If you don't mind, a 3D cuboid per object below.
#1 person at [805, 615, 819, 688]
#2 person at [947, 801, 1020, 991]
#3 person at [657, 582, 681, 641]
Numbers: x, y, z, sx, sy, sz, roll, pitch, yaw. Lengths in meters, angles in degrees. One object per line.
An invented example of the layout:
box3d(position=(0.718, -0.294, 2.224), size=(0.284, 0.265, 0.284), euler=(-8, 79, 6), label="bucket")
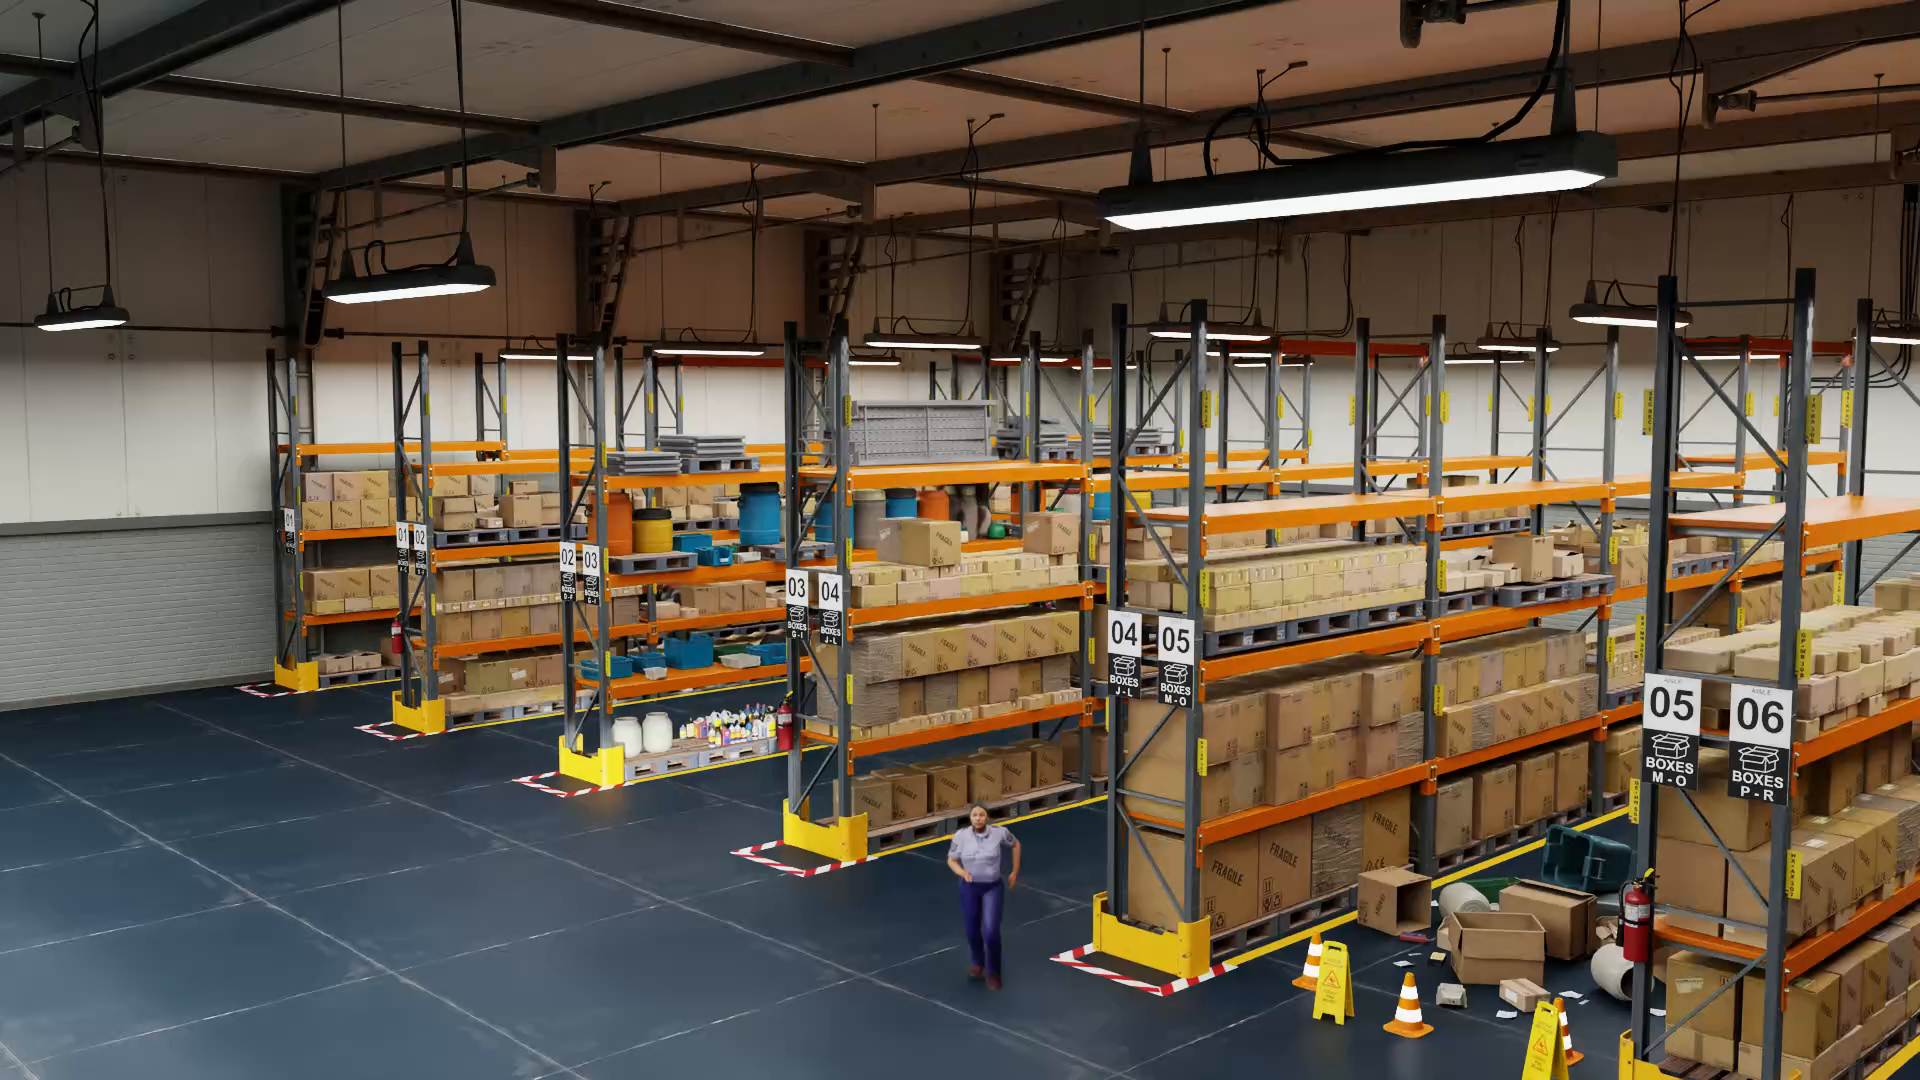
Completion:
box3d(position=(-2.331, 1.873, 27.737), size=(0.654, 1.739, 0.739), euler=(4, 6, 37), label="person")
box3d(position=(0.199, 3.215, 14.531), size=(0.617, 1.519, 0.707), euler=(1, 5, 8), label="person")
box3d(position=(-5.525, 1.552, 31.761), size=(0.610, 1.750, 0.889), euler=(5, 7, 43), label="person")
